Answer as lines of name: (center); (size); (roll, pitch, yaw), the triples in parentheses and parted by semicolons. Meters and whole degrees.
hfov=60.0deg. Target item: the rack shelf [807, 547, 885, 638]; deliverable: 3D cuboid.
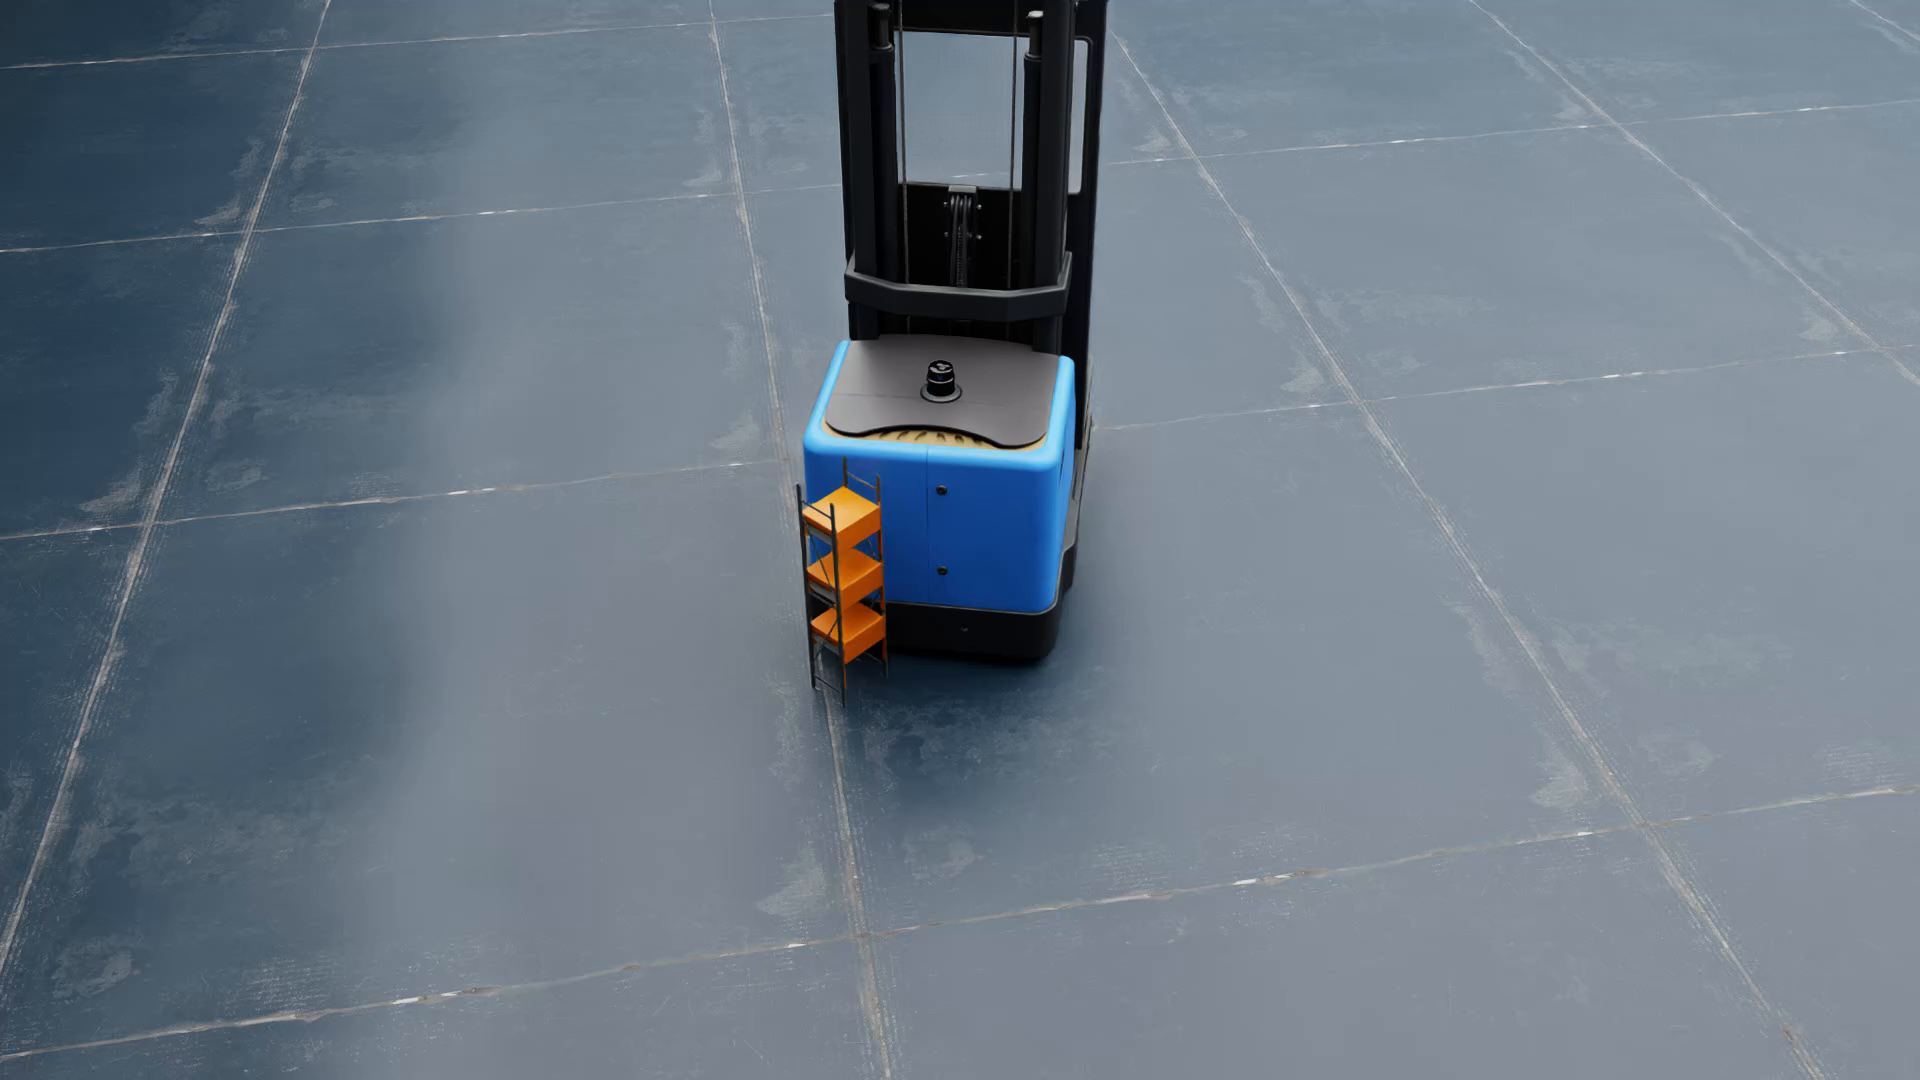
rack shelf: (-0.462, 0.193, 6.662); (0.215, 0.259, 0.240); (29, 47, 32)

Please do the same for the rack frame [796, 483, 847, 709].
rack frame: (-0.544, 0.240, 6.585); (0.200, 1.050, 0.008); (29, 47, 32)

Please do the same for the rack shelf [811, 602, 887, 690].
rack shelf: (-0.462, 0.412, 6.833); (0.215, 0.259, 0.240); (29, 47, 32)

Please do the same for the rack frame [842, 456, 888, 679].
rack frame: (-0.380, 0.129, 6.727); (0.200, 1.050, 0.008); (29, 47, 32)

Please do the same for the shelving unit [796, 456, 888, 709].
shelving unit: (-0.462, 0.185, 6.656); (0.215, 1.050, 0.252); (29, 47, 32)

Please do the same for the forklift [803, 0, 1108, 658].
forklift: (0.074, -1.559, 7.368); (1.130, 2.935, 3.031); (5, 38, 6)

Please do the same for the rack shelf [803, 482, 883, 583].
rack shelf: (-0.462, -0.031, 6.488); (0.215, 0.259, 0.240); (29, 47, 32)
